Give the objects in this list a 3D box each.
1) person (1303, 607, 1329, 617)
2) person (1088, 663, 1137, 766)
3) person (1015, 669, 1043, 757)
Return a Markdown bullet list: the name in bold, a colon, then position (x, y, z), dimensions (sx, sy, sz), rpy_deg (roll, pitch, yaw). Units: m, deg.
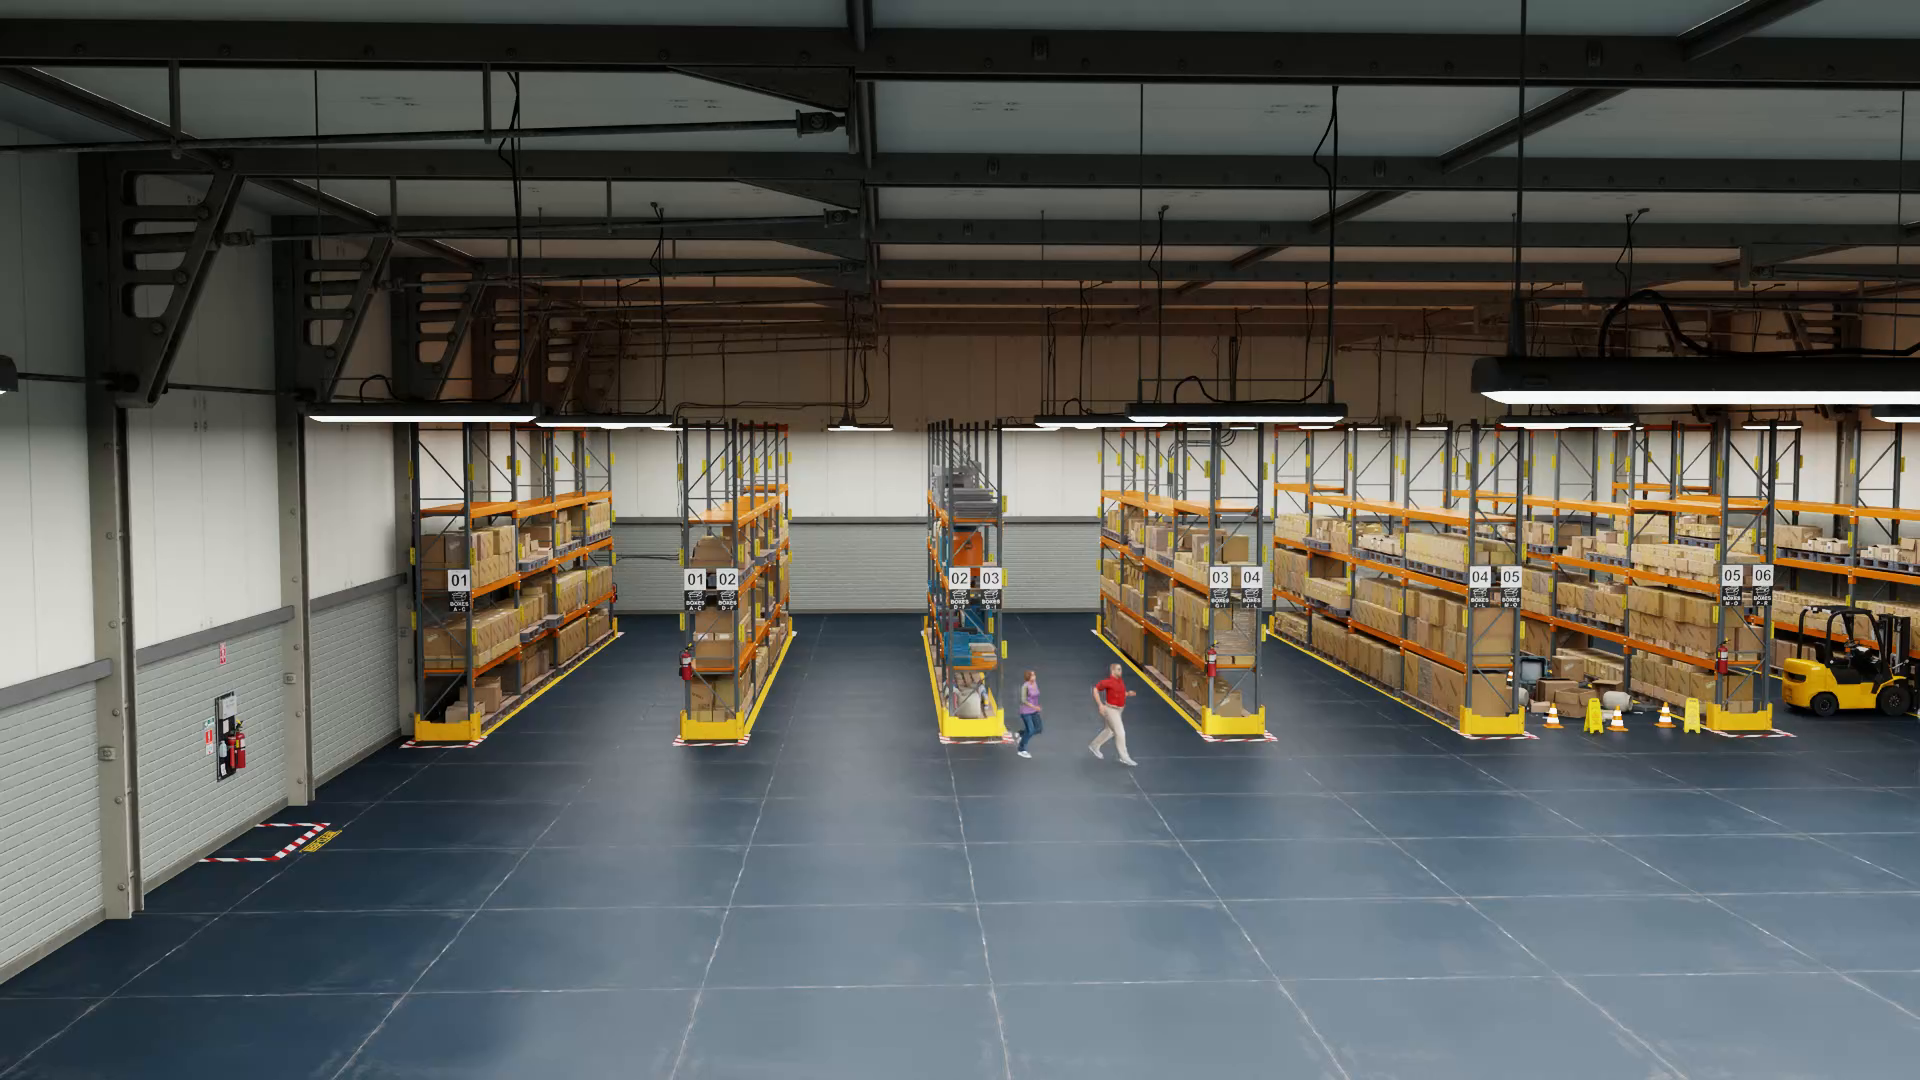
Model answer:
- **person**: position (10.436, 1.699, 49.151), dimensions (0.926, 1.790, 0.664), rpy_deg (0, 4, 0)
- **person**: position (2.640, 2.994, 28.777), dimensions (0.968, 1.743, 0.653), rpy_deg (2, 4, 29)
- **person**: position (1.246, 3.066, 29.487), dimensions (0.612, 1.563, 0.570), rpy_deg (3, 4, 35)
